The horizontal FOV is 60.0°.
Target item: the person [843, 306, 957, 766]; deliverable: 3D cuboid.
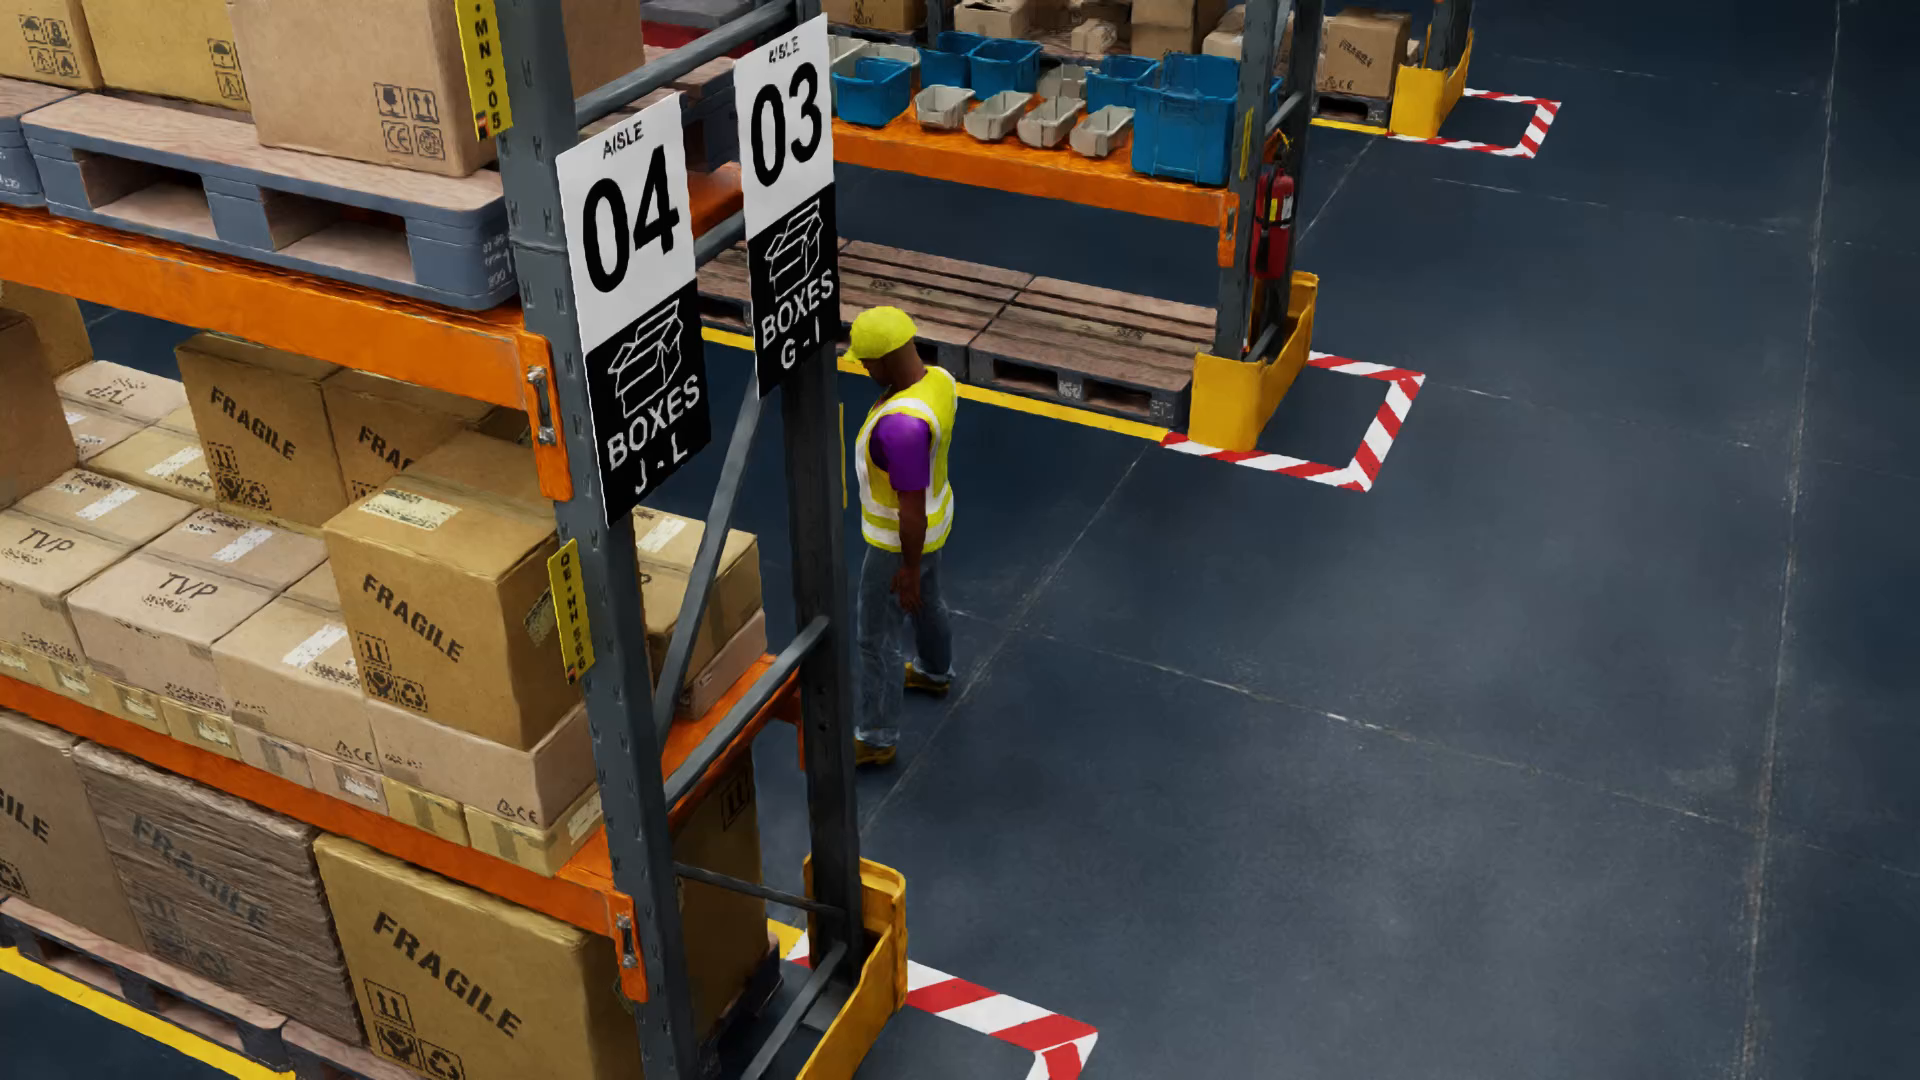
[{"bbox_3d":[-0.267,-0.029,6.128,0.465,1.759,0.719,6,34,9],"label":"person"}]
